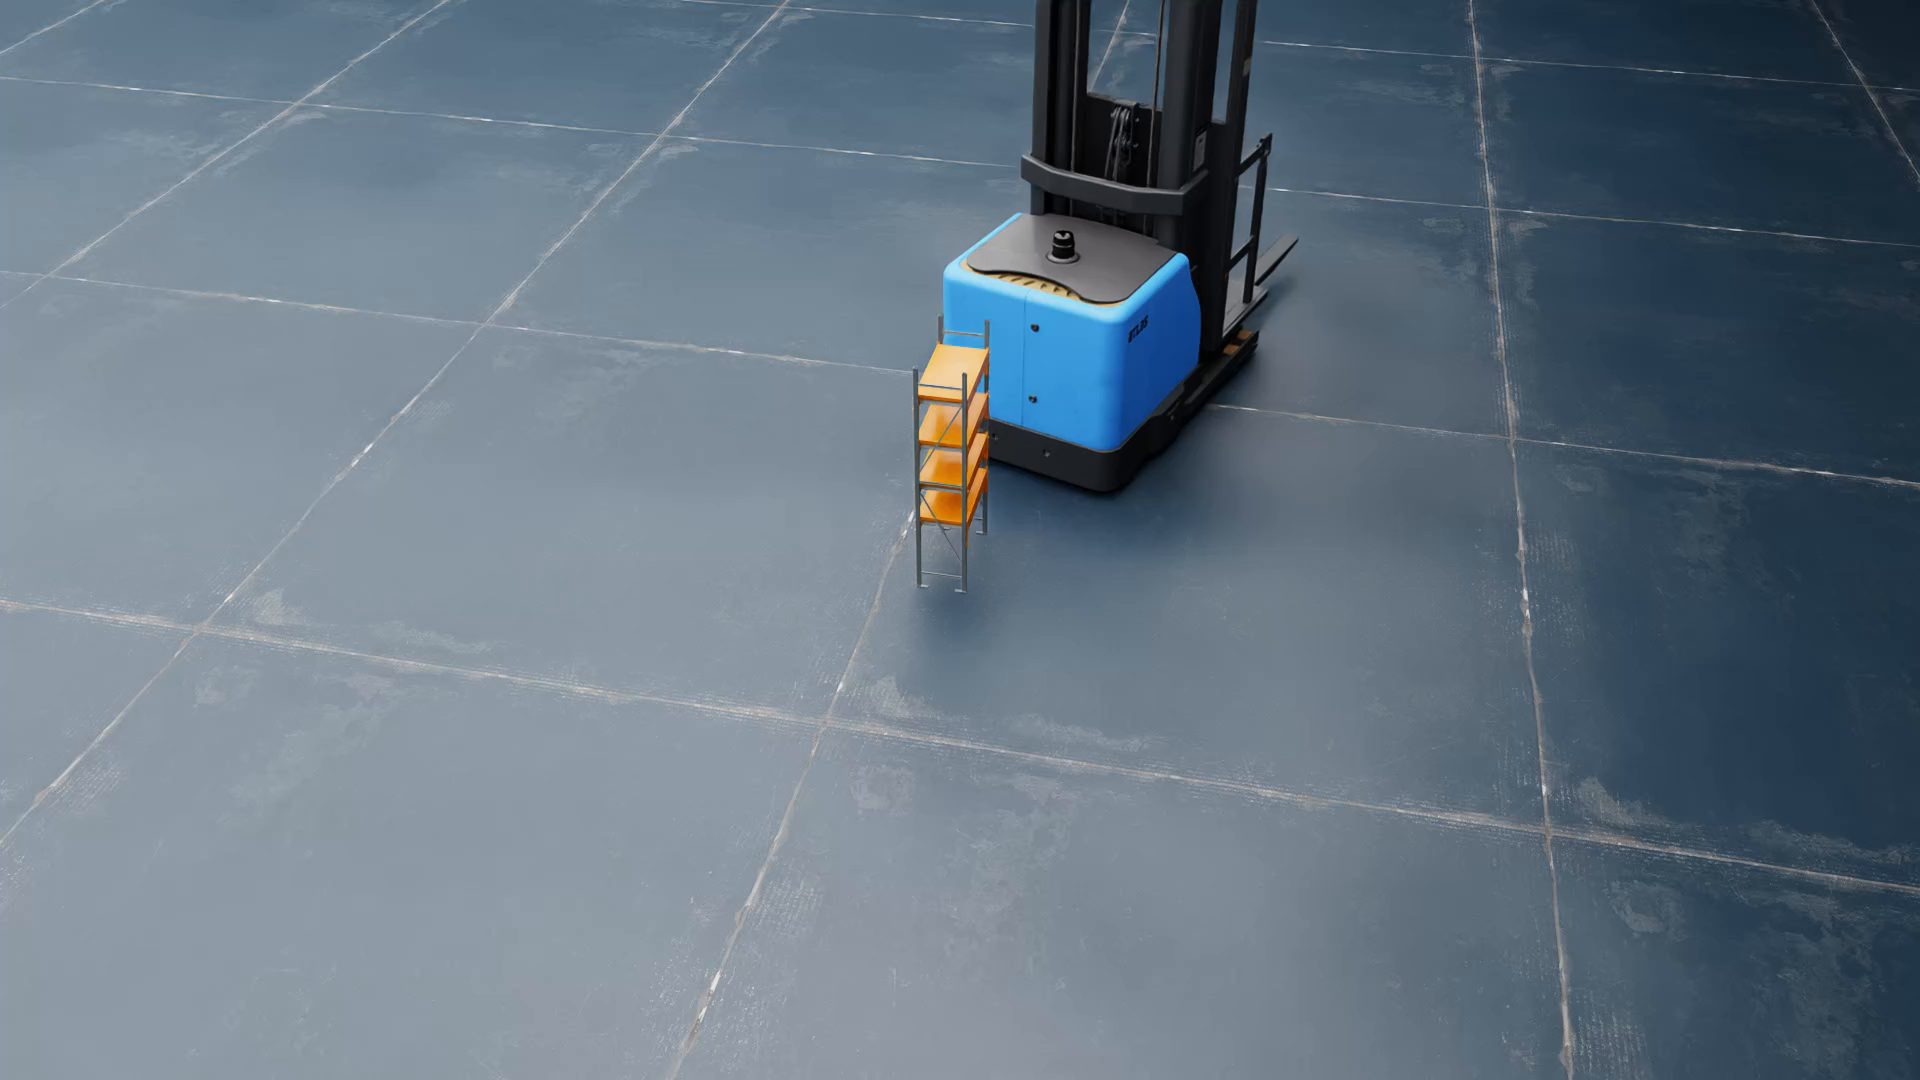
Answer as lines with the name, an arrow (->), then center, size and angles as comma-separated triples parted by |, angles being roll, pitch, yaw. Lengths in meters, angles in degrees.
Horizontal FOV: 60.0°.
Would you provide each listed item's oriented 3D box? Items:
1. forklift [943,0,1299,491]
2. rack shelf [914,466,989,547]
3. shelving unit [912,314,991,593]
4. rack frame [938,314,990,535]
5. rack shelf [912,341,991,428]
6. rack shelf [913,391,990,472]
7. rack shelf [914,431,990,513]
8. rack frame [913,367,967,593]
forklift -> 1.086, -2.274, 8.890 | 1.130, 2.935, 3.031 | 19, 40, 24
rack shelf -> -0.035, -0.176, 7.923 | 0.258, 0.148, 0.480 | 7, 37, 10
shelving unit -> -0.035, -0.391, 7.767 | 0.258, 1.200, 0.503 | 7, 37, 10
rack frame -> 0.017, -0.531, 7.960 | 0.240, 1.200, 0.015 | 7, 37, 10
rack shelf -> -0.035, -0.709, 7.536 | 0.258, 0.148, 0.480 | 7, 37, 10
rack shelf -> -0.035, -0.518, 7.675 | 0.258, 0.148, 0.480 | 7, 37, 10
rack shelf -> -0.035, -0.336, 7.806 | 0.258, 0.148, 0.480 | 7, 37, 10
rack frame -> -0.087, -0.251, 7.574 | 0.240, 1.200, 0.015 | 7, 37, 10
